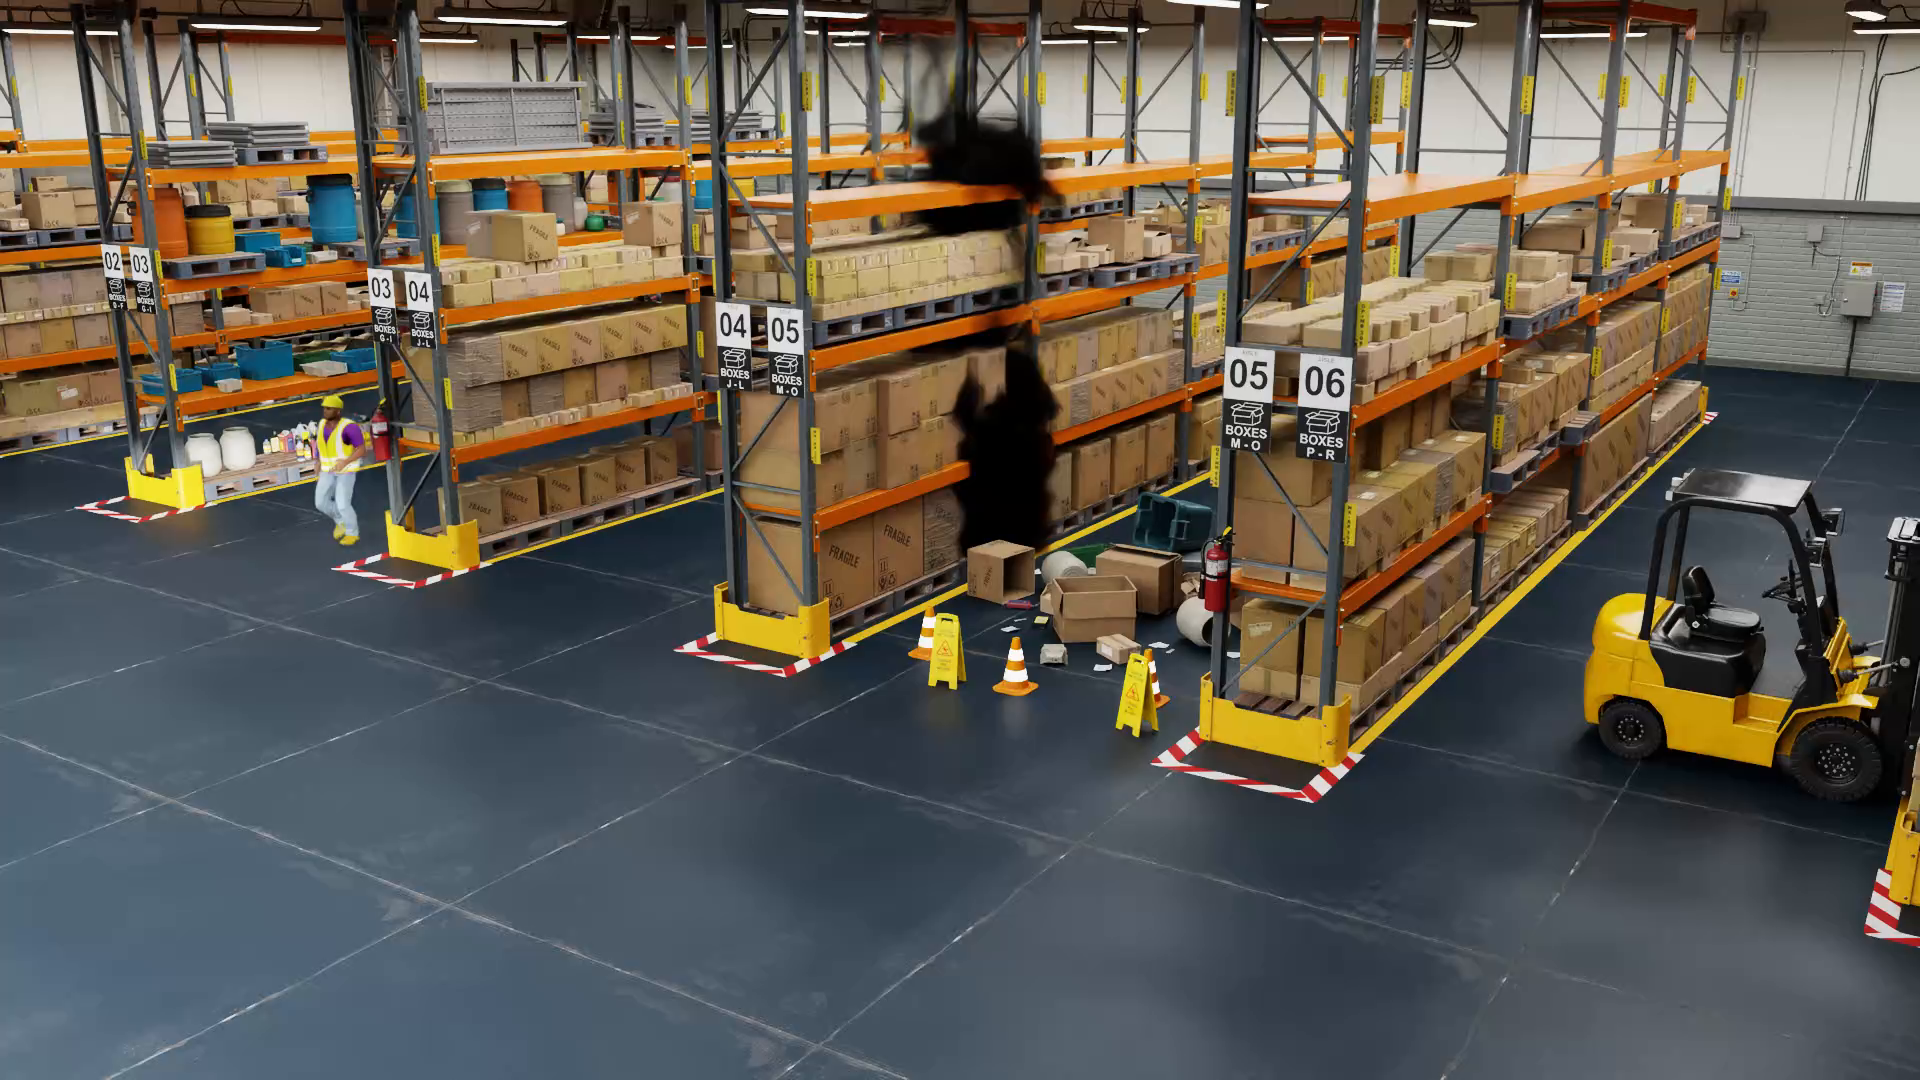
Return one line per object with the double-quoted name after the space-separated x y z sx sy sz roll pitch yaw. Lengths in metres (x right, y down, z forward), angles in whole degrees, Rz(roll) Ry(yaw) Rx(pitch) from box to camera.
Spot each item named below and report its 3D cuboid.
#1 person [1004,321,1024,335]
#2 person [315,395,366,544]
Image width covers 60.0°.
0.859 -2.480 24.923 0.664 1.724 0.954 7 17 24 "person"
-7.039 -0.779 18.792 0.704 1.727 0.559 5 16 16 "person"
